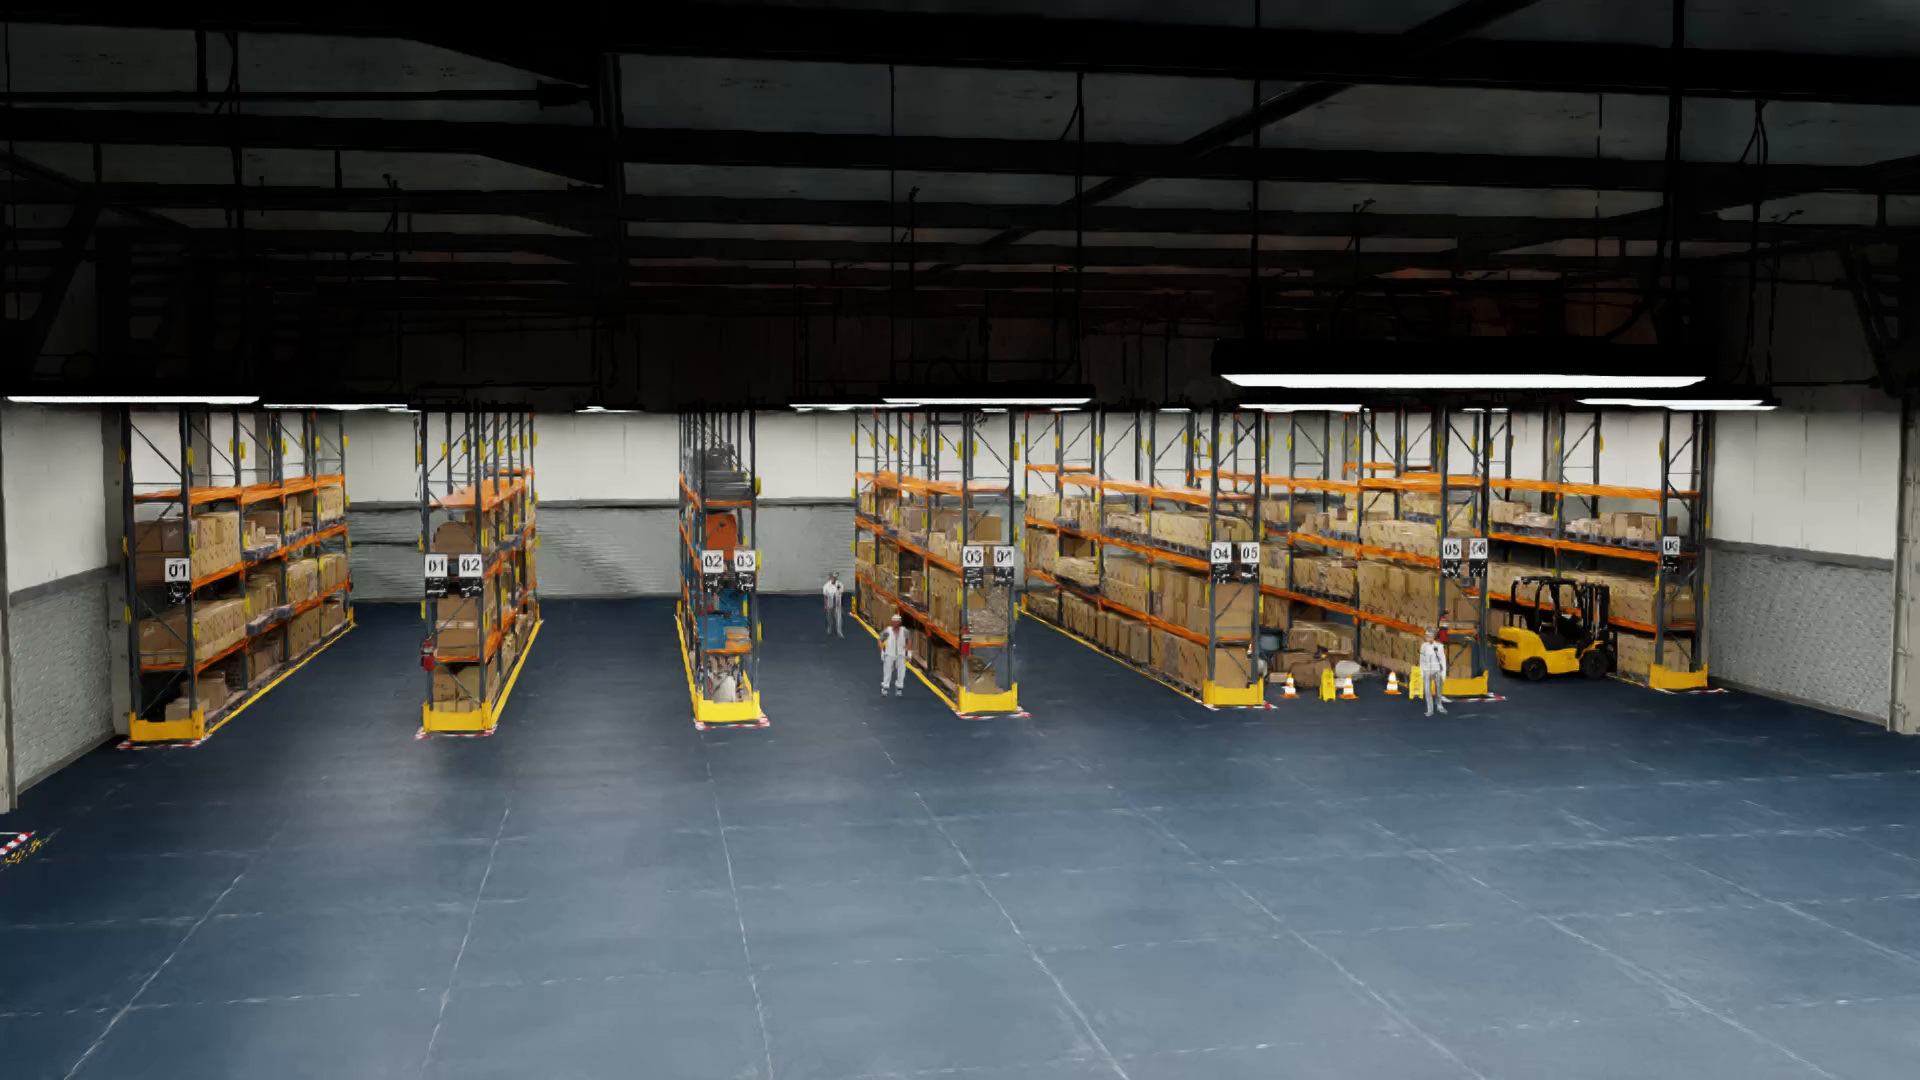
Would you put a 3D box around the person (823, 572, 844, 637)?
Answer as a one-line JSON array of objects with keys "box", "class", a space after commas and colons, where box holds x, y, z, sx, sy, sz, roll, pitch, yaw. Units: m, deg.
[{"box": [-3.266, 1.640, 42.832, 0.542, 1.672, 1.126, -1, 4, -9], "class": "person"}]

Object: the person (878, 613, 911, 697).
[{"box": [-1.310, 2.332, 33.525, 0.677, 1.742, 0.552, -1, 4, -12], "class": "person"}]

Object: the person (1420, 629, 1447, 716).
[{"box": [9.046, 2.503, 31.770, 0.517, 1.661, 0.547, 2, 5, 26], "class": "person"}]
